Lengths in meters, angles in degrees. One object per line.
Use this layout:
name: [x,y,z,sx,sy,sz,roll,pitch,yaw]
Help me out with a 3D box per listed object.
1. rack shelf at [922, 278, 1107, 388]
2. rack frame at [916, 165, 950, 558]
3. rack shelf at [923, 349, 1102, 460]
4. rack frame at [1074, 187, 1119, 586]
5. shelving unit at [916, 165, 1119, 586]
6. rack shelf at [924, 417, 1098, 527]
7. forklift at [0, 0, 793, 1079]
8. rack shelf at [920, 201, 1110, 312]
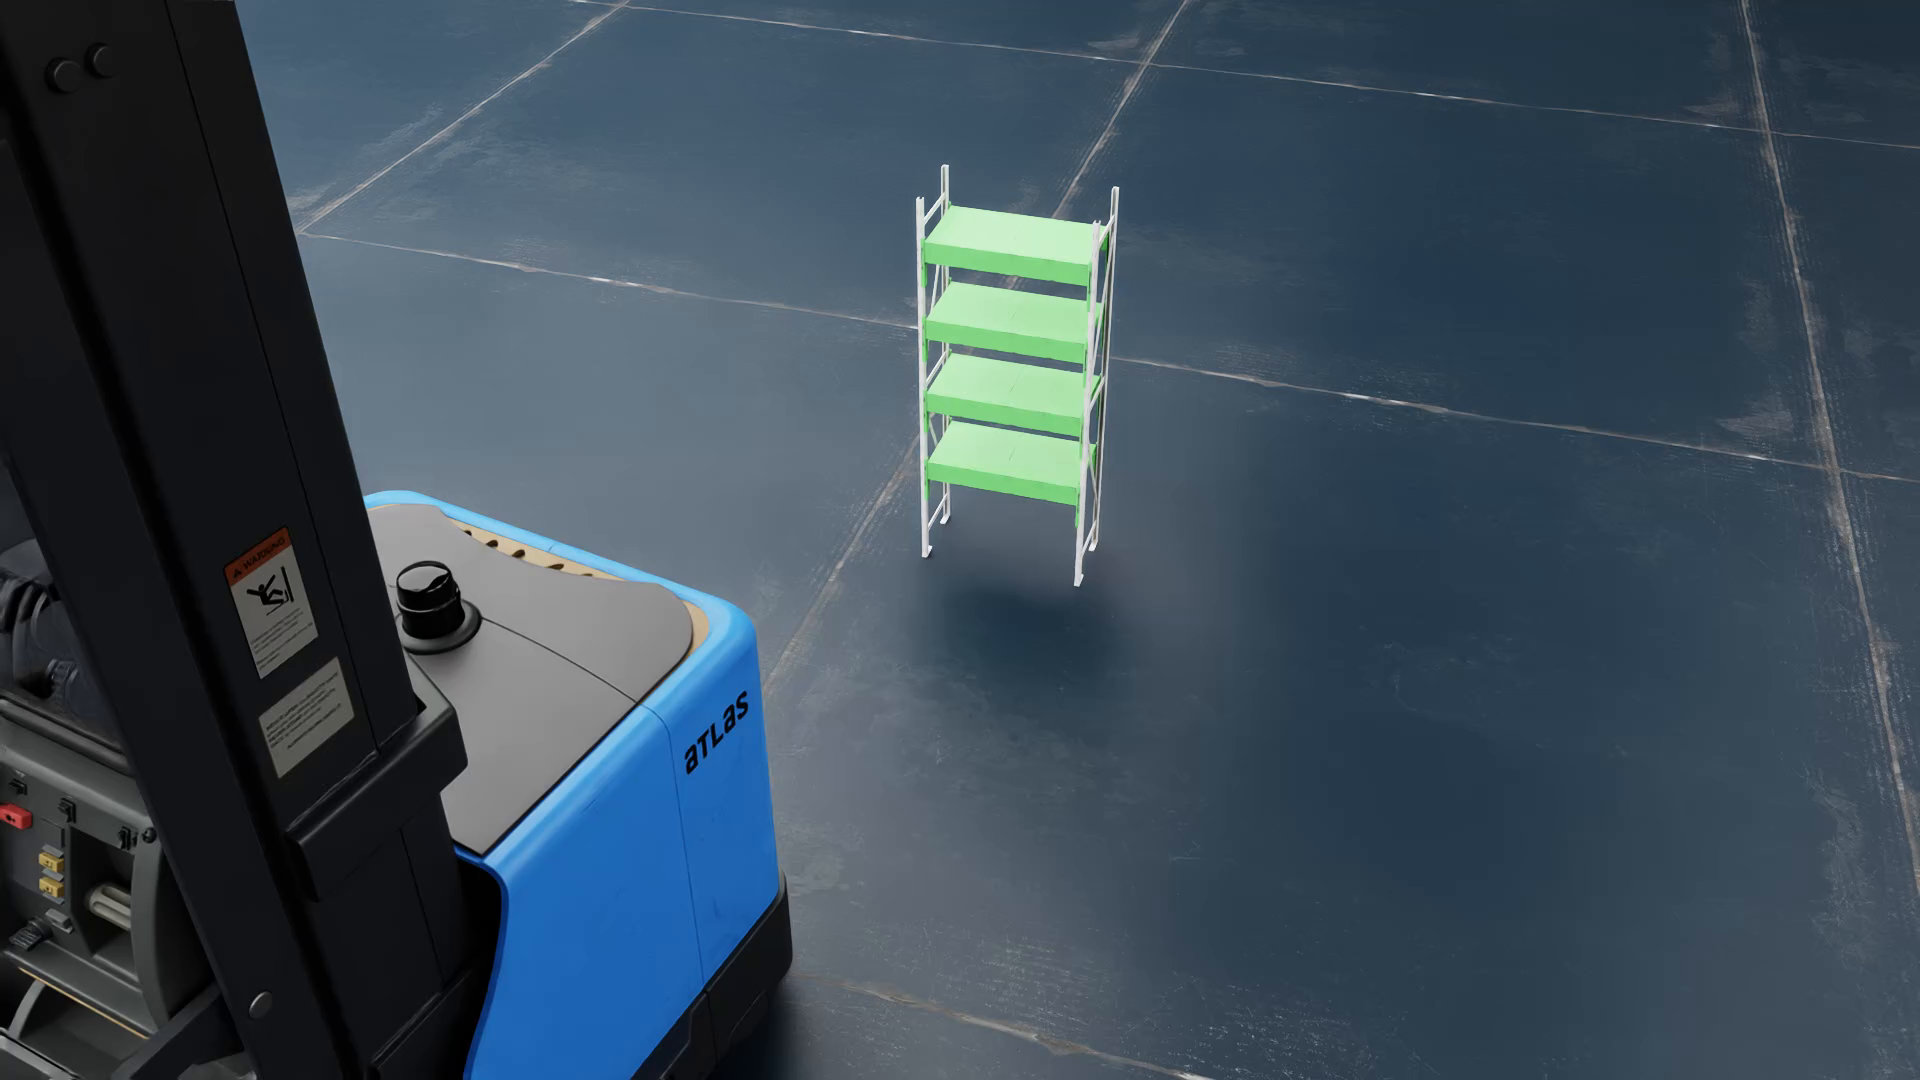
rack shelf: [0.158,-0.596,4.750,0.480,0.148,0.258,10,38,14]
rack frame: [-0.075,-0.497,4.913,0.015,1.200,0.240,10,38,14]
rack shelf: [0.158,-0.403,4.892,0.480,0.148,0.258,10,38,14]
rack frame: [0.391,-0.411,4.796,0.015,1.200,0.240,10,38,14]
shelving unit: [0.158,-0.454,4.855,0.503,1.200,0.258,10,38,14]
rack shelf: [0.158,-0.209,5.035,0.480,0.148,0.258,10,38,14]
forklift: [-1.518,0.459,2.153,1.130,2.935,3.031,17,40,22]
rack shelf: [0.158,-0.789,4.608,0.480,0.148,0.258,10,38,14]
